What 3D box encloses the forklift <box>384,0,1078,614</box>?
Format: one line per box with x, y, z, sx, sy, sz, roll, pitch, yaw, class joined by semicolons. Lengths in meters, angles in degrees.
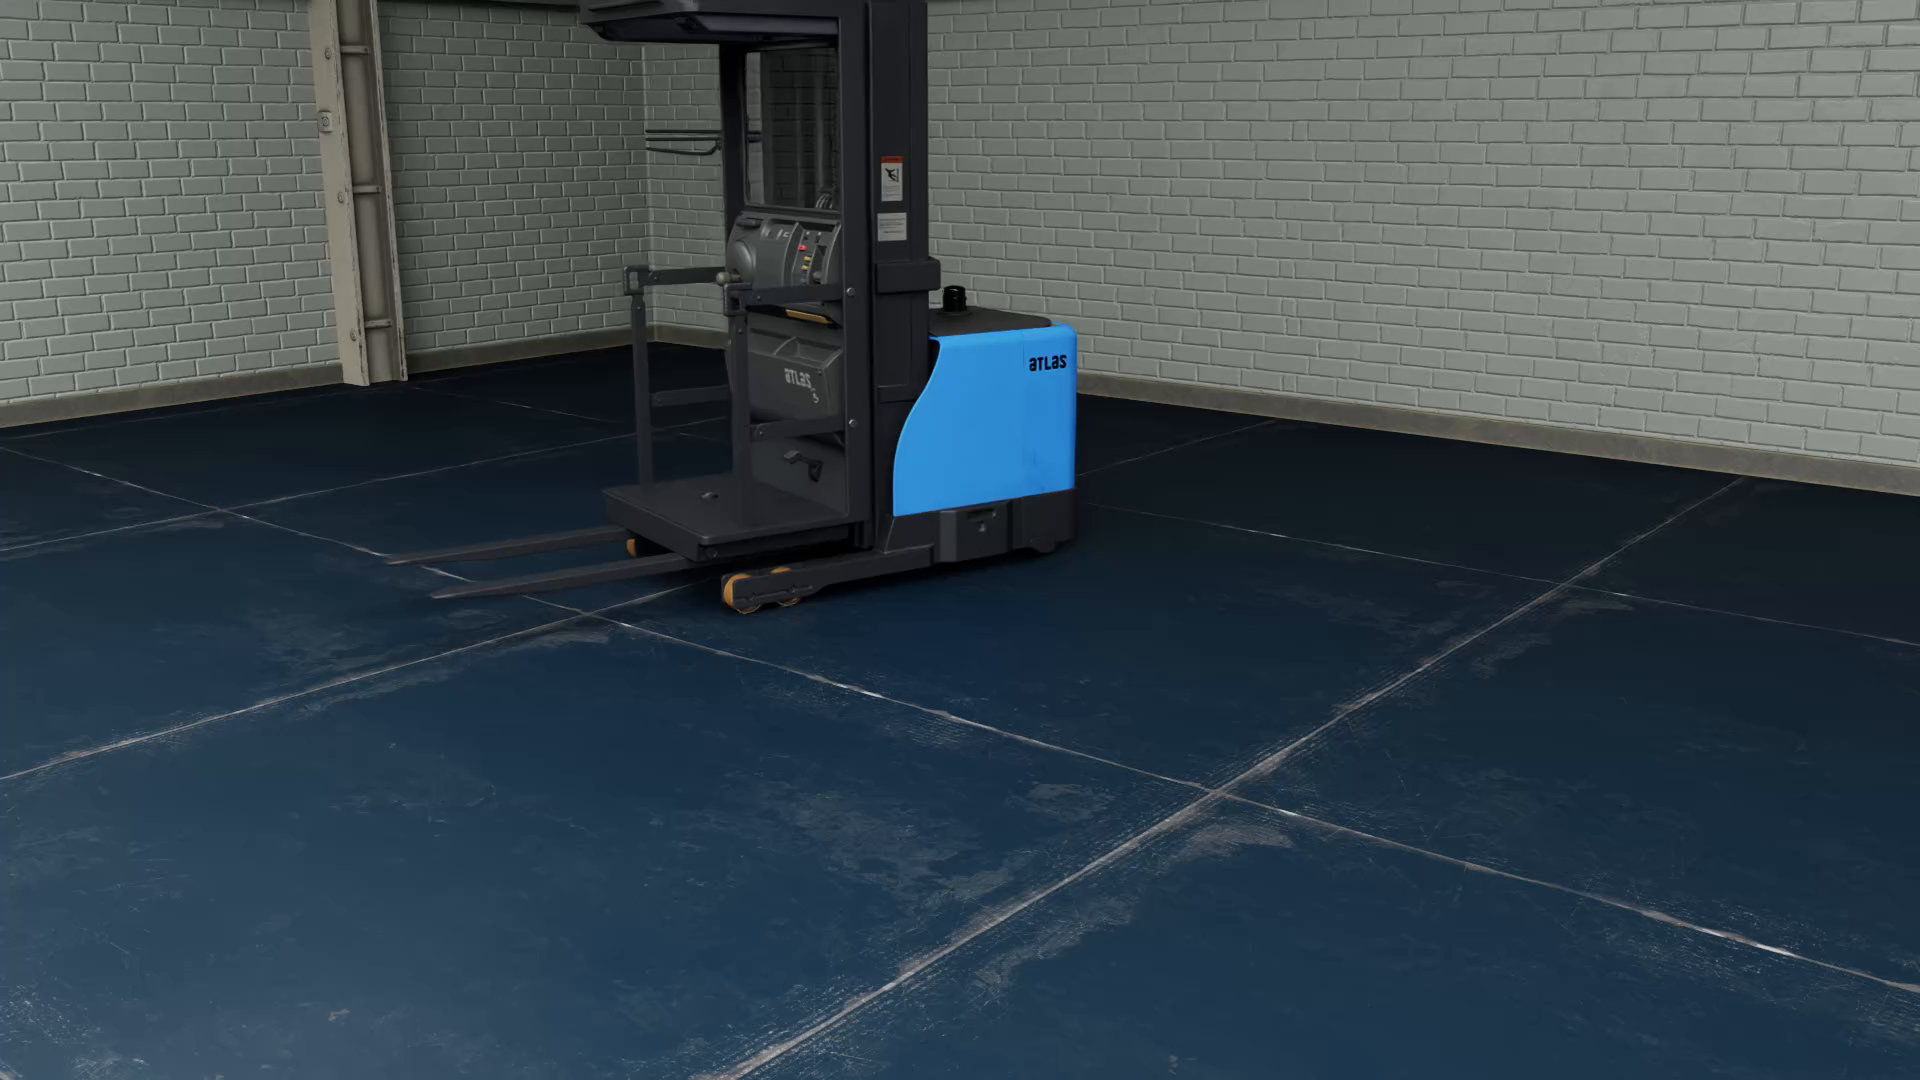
-0.947;-1.261;7.135;3.031;2.935;1.130;-10;17;-33;forklift

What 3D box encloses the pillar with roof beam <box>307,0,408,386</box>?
-1.231;-4.940;9.294;9.100;9.000;0.400;11;18;38;pillar with roof beam

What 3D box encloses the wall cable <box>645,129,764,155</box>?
-1.700;-4.461;13.714;3.097;2.526;0.112;11;18;38;wall cable
